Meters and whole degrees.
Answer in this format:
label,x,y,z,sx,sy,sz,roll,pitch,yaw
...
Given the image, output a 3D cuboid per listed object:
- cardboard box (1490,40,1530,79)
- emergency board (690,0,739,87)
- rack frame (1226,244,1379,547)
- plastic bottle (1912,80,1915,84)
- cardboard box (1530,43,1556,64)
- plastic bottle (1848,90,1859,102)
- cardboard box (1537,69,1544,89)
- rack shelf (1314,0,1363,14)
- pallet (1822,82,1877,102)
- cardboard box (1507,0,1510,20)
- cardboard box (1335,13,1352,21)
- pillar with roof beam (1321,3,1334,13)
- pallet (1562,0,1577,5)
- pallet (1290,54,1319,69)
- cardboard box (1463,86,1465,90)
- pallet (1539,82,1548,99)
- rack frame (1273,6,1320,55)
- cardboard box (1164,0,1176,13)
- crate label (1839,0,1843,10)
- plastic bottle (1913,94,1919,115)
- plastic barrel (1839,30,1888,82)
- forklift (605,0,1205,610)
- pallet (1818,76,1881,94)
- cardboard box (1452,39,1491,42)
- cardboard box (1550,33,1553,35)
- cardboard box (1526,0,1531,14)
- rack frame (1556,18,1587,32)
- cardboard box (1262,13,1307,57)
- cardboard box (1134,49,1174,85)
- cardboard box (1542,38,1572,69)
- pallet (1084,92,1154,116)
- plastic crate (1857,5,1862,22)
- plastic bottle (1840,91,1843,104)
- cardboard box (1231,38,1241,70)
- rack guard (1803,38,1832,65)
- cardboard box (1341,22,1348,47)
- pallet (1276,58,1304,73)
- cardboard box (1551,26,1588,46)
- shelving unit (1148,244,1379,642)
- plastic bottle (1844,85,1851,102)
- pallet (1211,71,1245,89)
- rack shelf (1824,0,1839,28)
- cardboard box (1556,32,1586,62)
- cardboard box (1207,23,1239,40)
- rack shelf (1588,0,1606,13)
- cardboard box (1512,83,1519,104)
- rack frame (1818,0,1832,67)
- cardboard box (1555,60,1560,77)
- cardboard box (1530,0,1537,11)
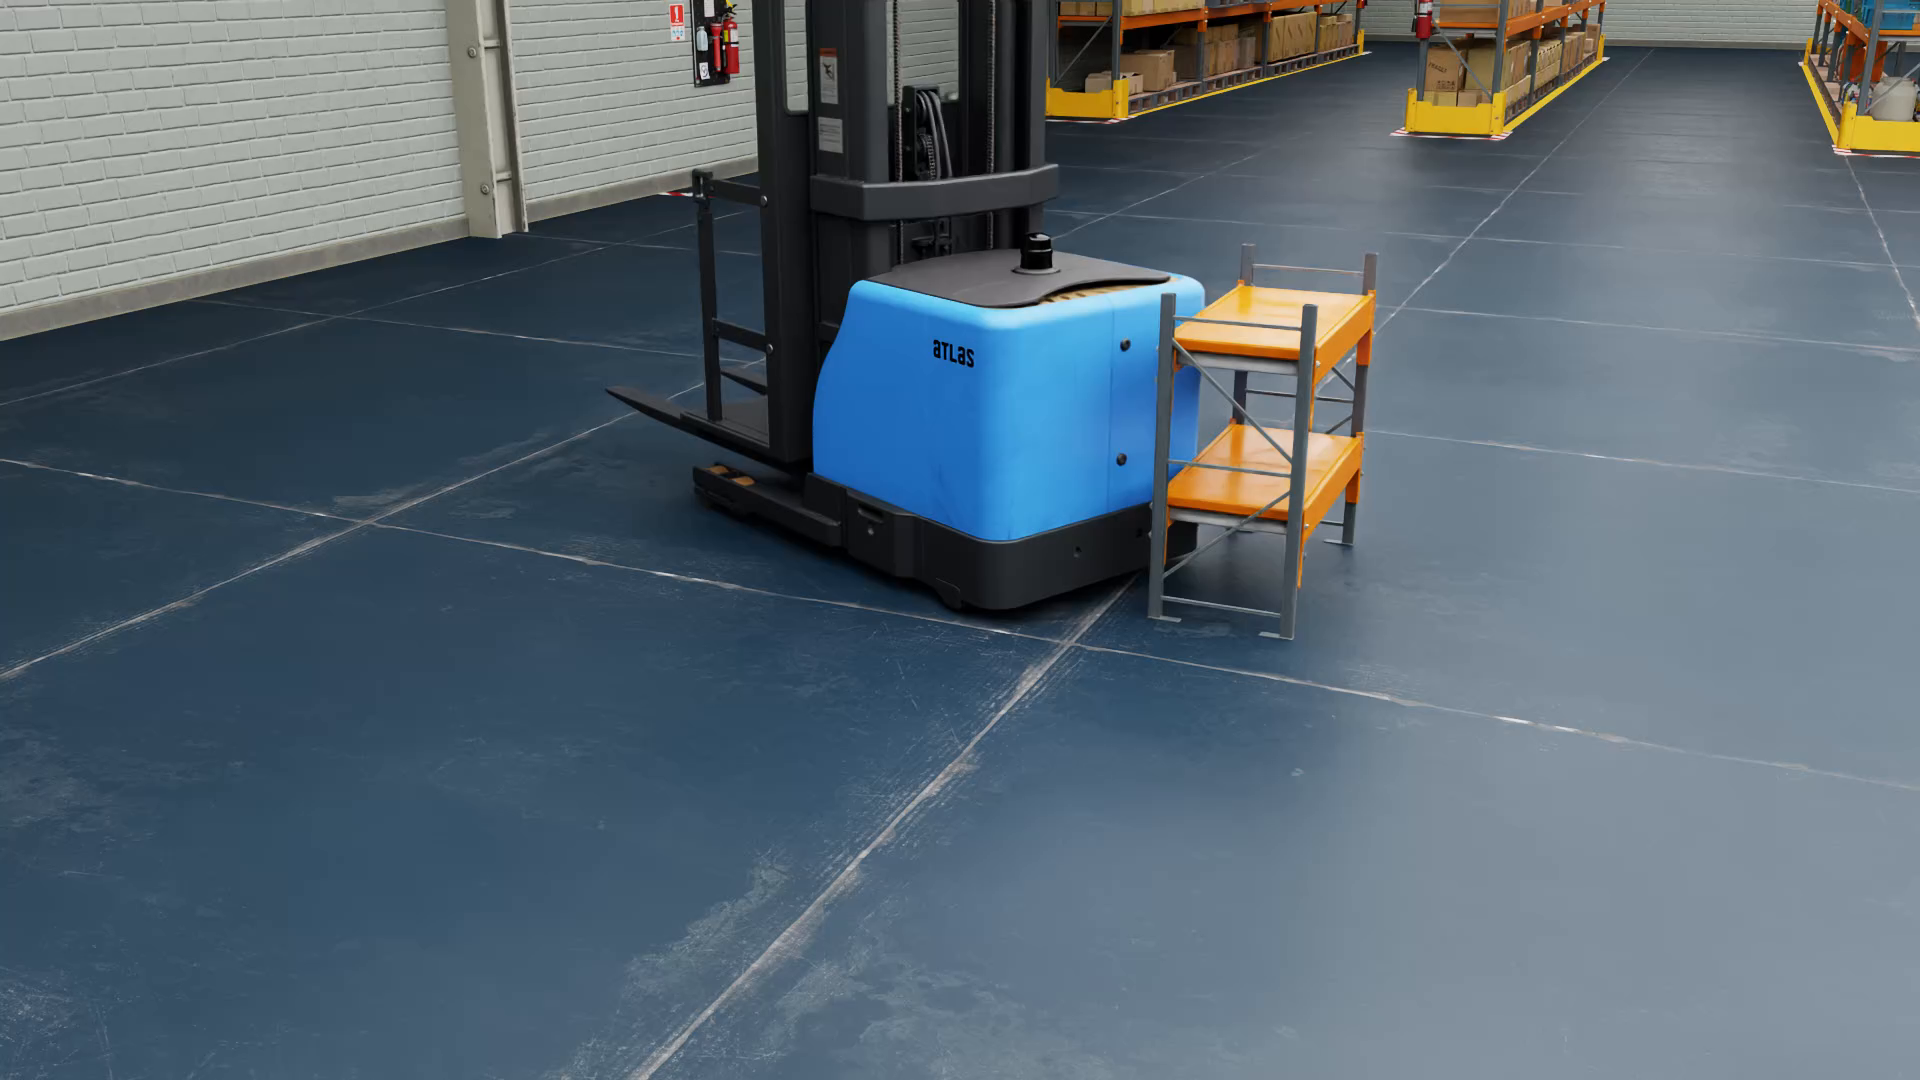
label,x,y,z,sx,sy,sz,roll,pitch,yaw
cardboard box,7.638,-6.703,23.197,0.500,0.500,0.500,9,21,23
emergency board,-2.321,-4.974,15.979,0.194,1.169,0.643,9,21,23
rack frame,1.288,-0.543,6.317,0.500,1.125,0.032,8,21,22
plastic bottle,12.282,-5.753,21.467,0.144,0.351,0.185,7,21,20
cardboard box,9.076,-7.652,26.148,0.500,0.311,0.500,8,21,22
plastic bottle,11.203,-5.485,20.825,0.152,0.276,0.135,9,21,23
cardboard box,8.445,-6.918,24.921,0.500,0.250,0.500,9,22,24
rack shelf,7.418,-11.167,34.465,1.077,0.370,4.000,9,21,23
pallet,13.646,-6.767,25.181,1.003,0.211,1.213,9,21,23
cardboard box,6.619,-6.897,21.235,0.700,0.500,0.500,9,22,24
cardboard box,8.155,-11.151,35.483,0.380,0.149,0.250,8,21,22
pillar with roof beam,12.481,-15.297,36.052,9.100,9.000,0.400,9,21,23
pallet,9.695,-9.119,27.921,1.213,0.211,1.003,9,21,23
pallet,6.351,-9.334,32.400,1.003,0.211,1.213,9,21,23
cardboard box,6.349,-5.809,21.802,0.500,0.250,0.500,9,21,23
pallet,8.608,-7.061,26.009,1.003,0.211,1.213,9,21,23
rack frame,6.599,-10.894,32.625,1.000,3.000,0.127,9,21,23
cardboard box,2.797,-7.740,23.950,0.500,0.250,0.500,9,21,23
crate label,13.485,-8.156,25.175,0.303,0.233,0.416,9,21,23
plastic bottle,11.890,-5.405,20.604,0.097,0.271,0.097,0,20,0
plastic barrel,14.184,-7.639,26.085,0.600,0.830,0.708,9,21,23
forklift,-0.446,-1.566,6.497,1.130,2.935,3.031,-16,25,-37
pallet,14.284,-7.245,26.526,1.003,0.211,1.213,9,21,23
cardboard box,7.170,-6.773,23.395,0.500,0.500,0.500,9,21,23
cardboard box,10.491,-8.966,30.278,0.500,0.500,0.500,9,21,23
cardboard box,7.668,-7.681,23.440,0.700,0.500,0.500,8,21,21
rack frame,11.120,-10.216,30.717,1.000,3.000,0.127,9,21,23
cardboard box,6.090,-9.591,31.541,0.750,0.750,0.750,9,22,24
cardboard box,2.934,-7.155,25.186,0.500,0.500,0.500,7,21,19
cardboard box,10.138,-8.283,28.357,0.500,0.500,0.500,8,21,21
pallet,2.081,-6.179,23.528,1.003,0.211,1.213,9,21,23
plastic crate,11.548,-6.613,20.904,0.450,0.188,0.662,9,21,23
plastic bottle,11.789,-5.910,22.130,0.097,0.201,0.097,0,20,0
cardboard box,4.396,-8.332,28.495,0.700,0.500,0.500,9,21,23
rack guard,17.273,-9.589,32.686,1.175,0.500,0.348,9,21,23
cardboard box,7.836,-10.756,35.342,0.700,0.500,0.500,8,21,23
pallet,5.853,-8.960,31.348,1.003,0.211,1.213,9,21,23
cardboard box,11.884,-9.822,32.679,0.797,0.503,0.637,9,21,23
shelving unit,1.084,-0.387,5.878,0.538,1.125,1.048,8,21,22
plastic bottle,11.469,-5.725,21.486,0.061,0.283,0.133,10,22,25
pallet,4.138,-7.747,27.938,1.003,0.211,1.213,9,21,23
rack shelf,14.818,-8.585,27.204,1.077,0.370,4.000,9,21,23
cardboard box,11.179,-9.055,30.528,0.500,0.500,0.500,8,21,22
cardboard box,4.423,-8.661,28.302,0.500,0.250,0.500,9,21,24
rack shelf,11.939,-10.488,32.557,1.077,0.370,4.000,9,21,23
cardboard box,7.244,-6.041,22.457,0.500,0.250,0.500,9,21,23
rack frame,15.637,-9.535,28.803,1.000,3.000,0.127,9,21,23
cardboard box,9.489,-7.701,27.123,0.500,0.250,0.500,9,22,24
cardboard box,8.393,-7.895,24.566,0.380,0.149,0.250,9,21,23
